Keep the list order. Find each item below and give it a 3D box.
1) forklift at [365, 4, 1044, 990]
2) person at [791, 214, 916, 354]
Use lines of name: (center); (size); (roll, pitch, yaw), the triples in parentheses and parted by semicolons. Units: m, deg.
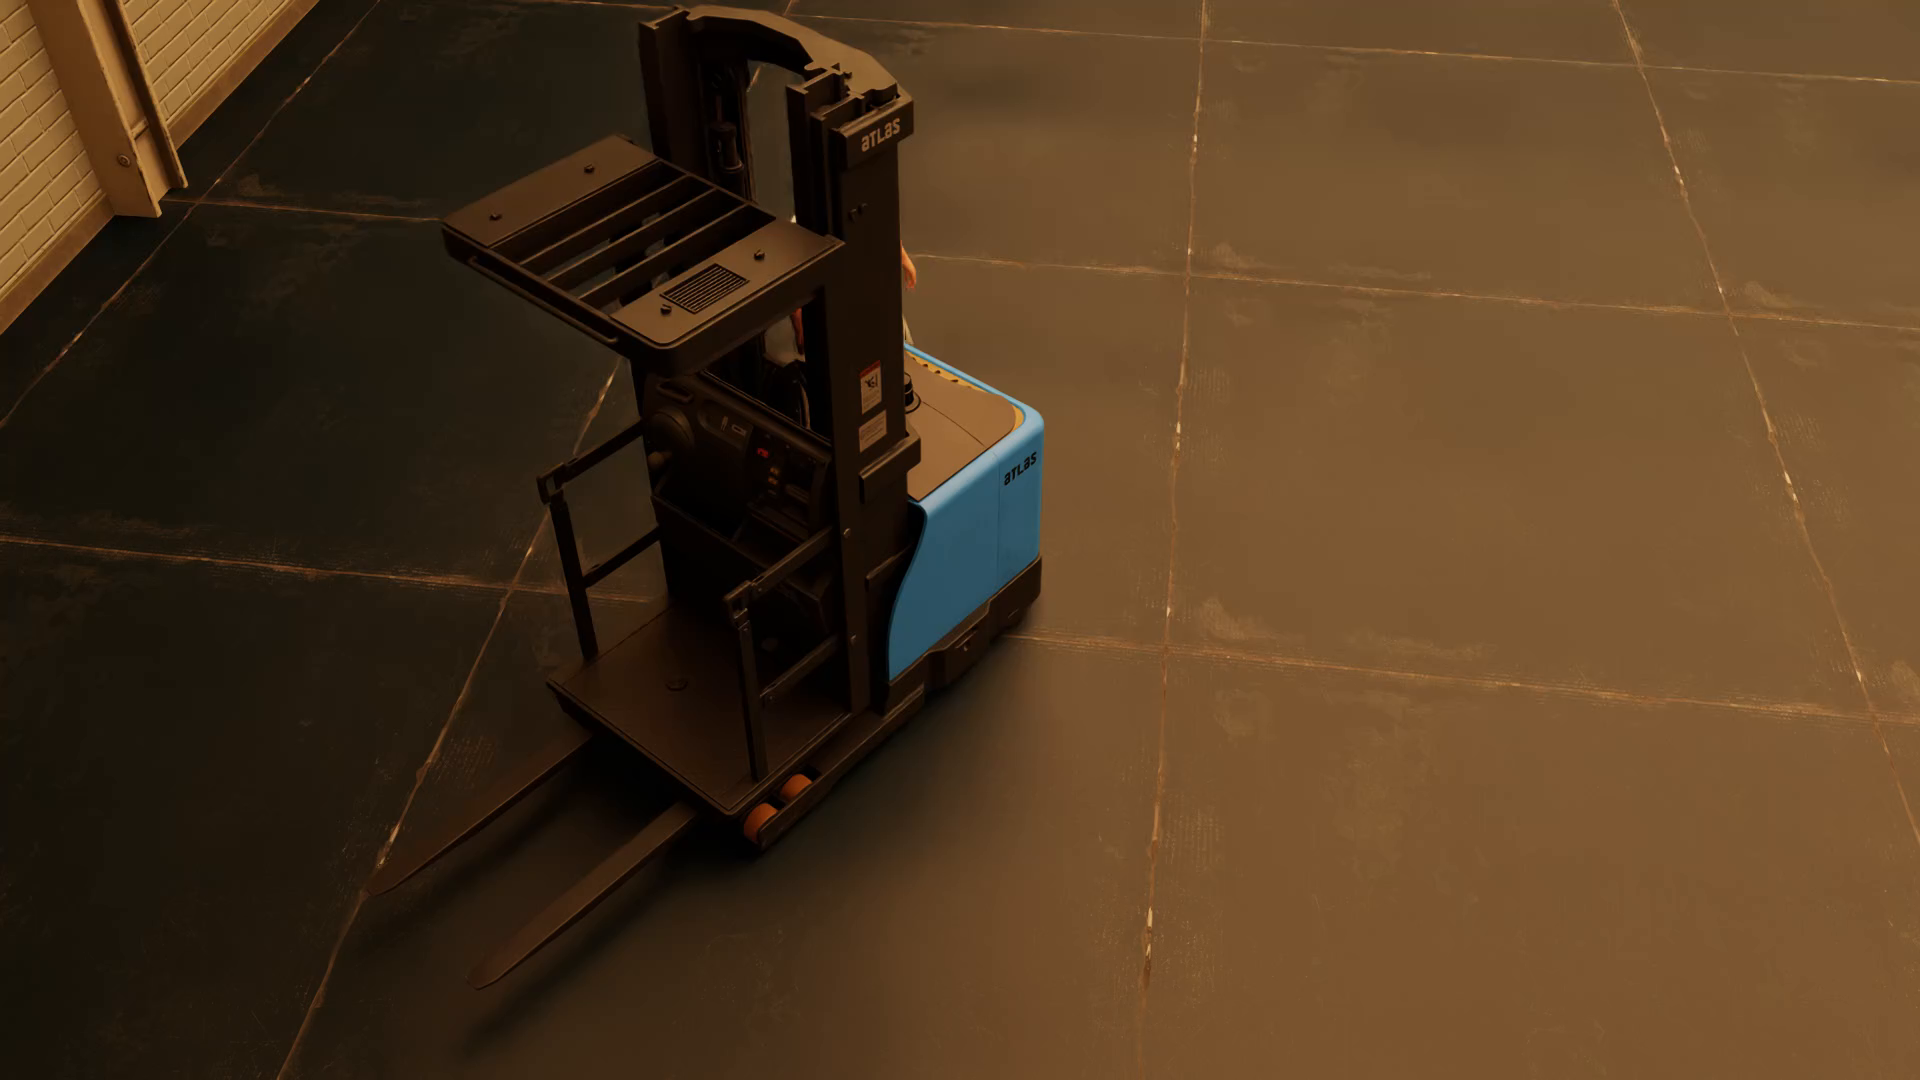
forklift: (-0.971, -0.260, 6.008); (1.130, 2.935, 3.031); (30, 50, 28)
person: (-0.506, -1.151, 7.875); (0.427, 1.718, 0.796); (27, 49, 26)
